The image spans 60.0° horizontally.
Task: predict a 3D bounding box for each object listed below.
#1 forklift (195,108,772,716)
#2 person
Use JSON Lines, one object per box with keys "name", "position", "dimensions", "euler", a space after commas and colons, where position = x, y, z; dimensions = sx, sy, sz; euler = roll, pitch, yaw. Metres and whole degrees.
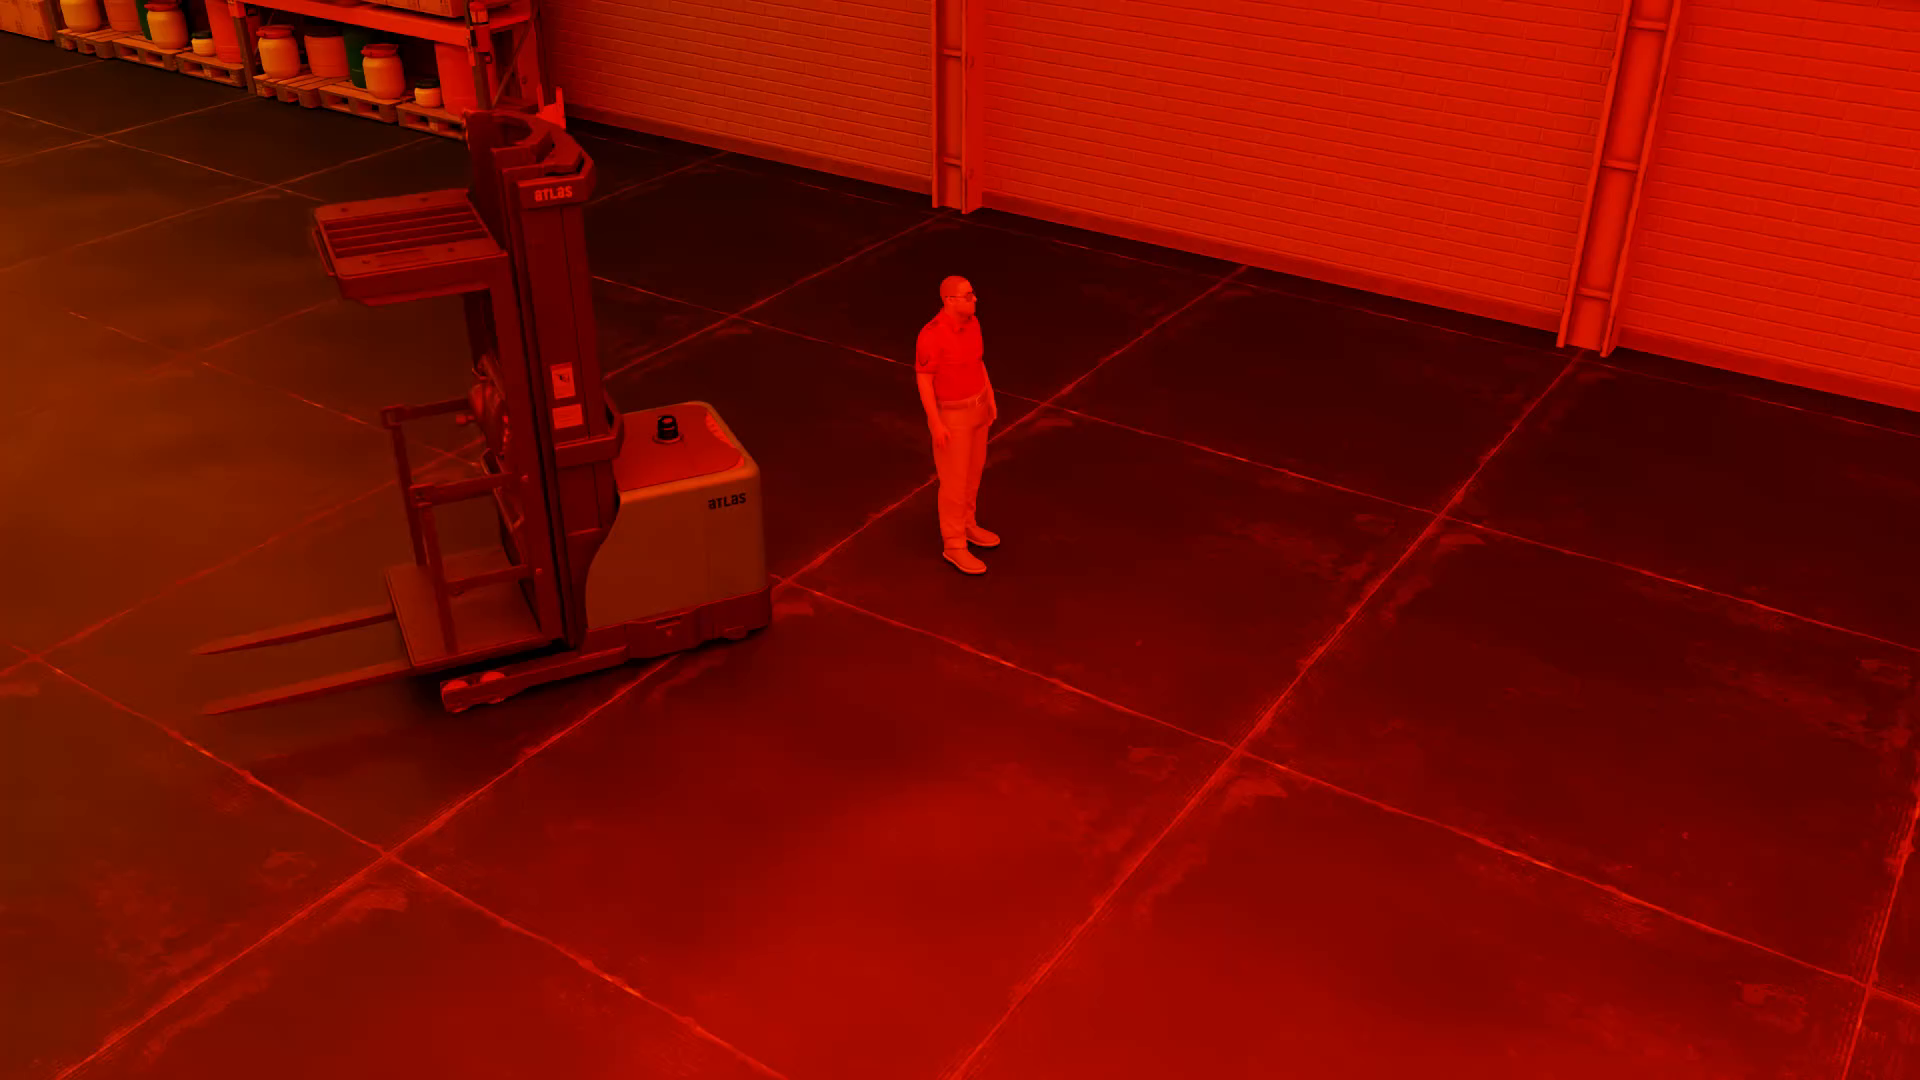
{"name": "forklift", "position": [-2.643, -0.648, 8.698], "dimensions": [3.031, 2.935, 1.130], "euler": [-13, 33, -21]}
{"name": "person", "position": [0.068, -0.725, 10.010], "dimensions": [0.550, 1.728, 0.641], "euler": [19, 35, 29]}
